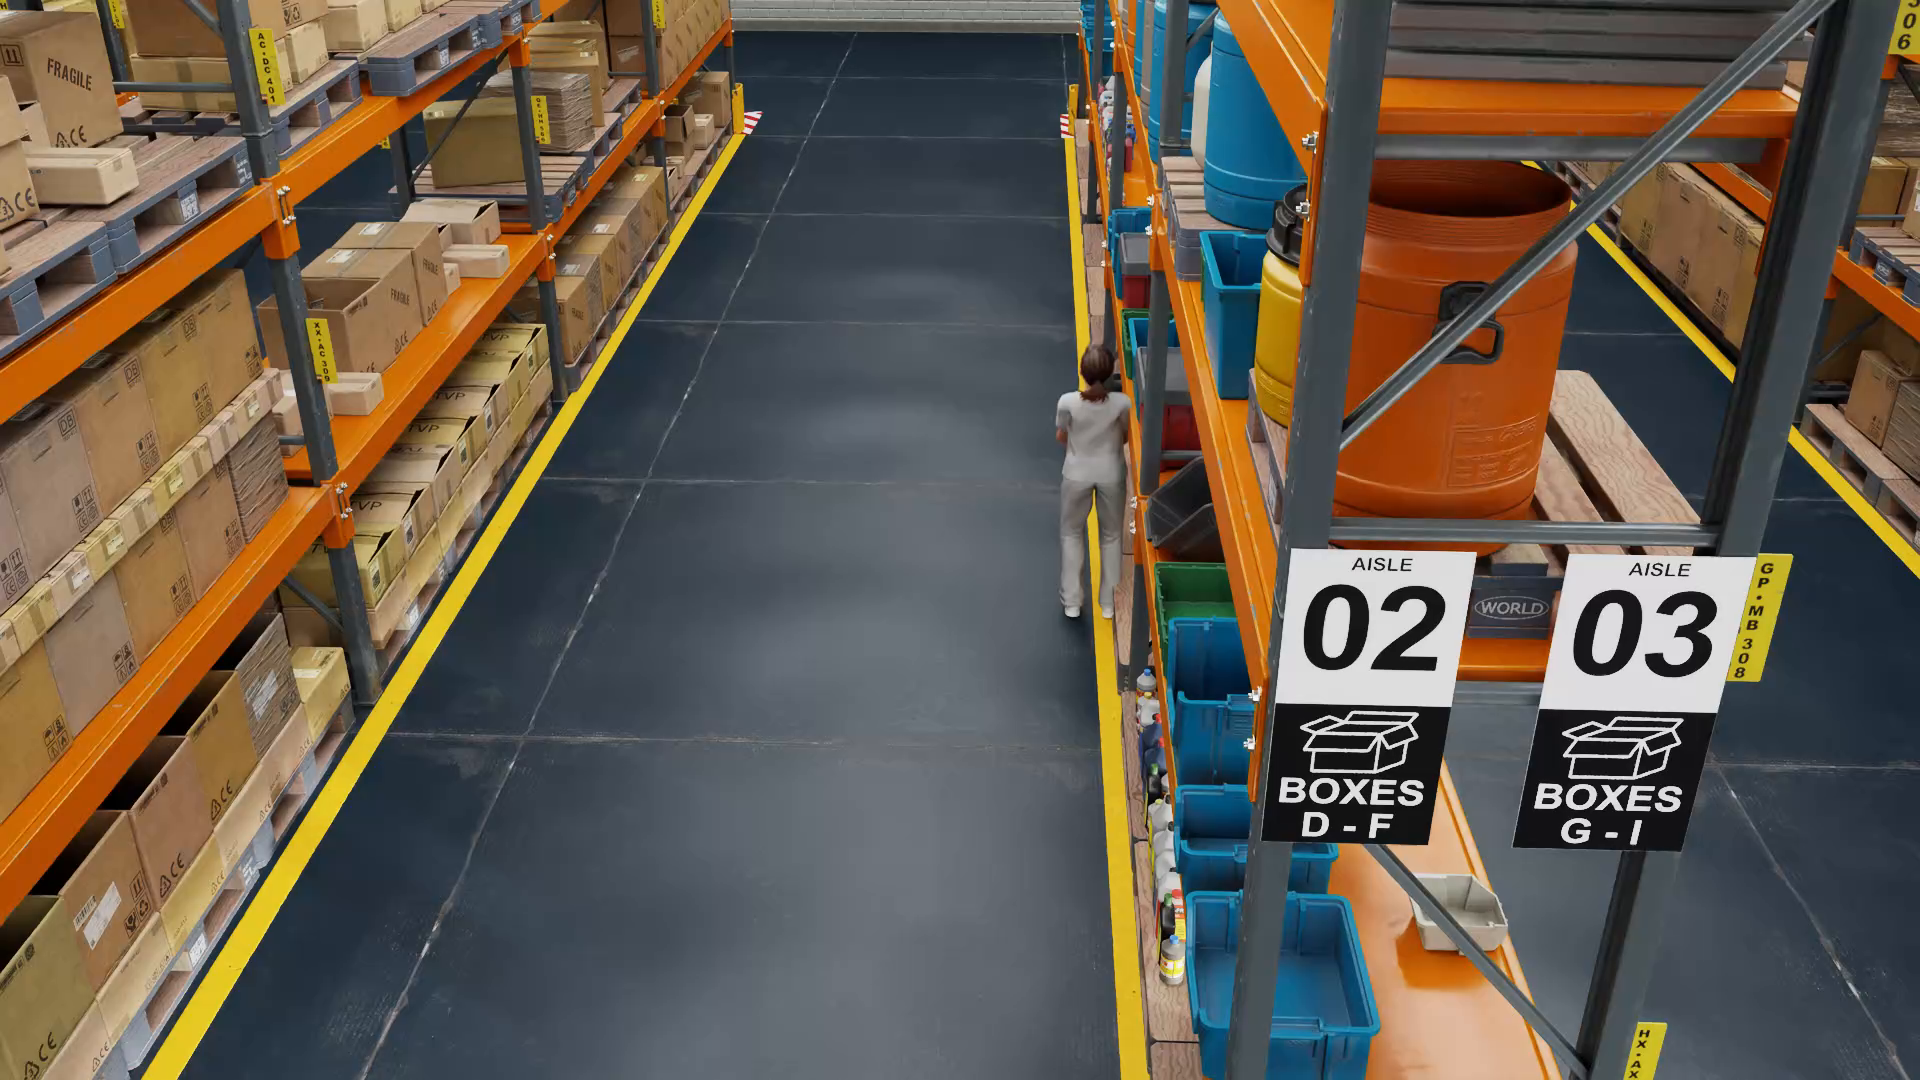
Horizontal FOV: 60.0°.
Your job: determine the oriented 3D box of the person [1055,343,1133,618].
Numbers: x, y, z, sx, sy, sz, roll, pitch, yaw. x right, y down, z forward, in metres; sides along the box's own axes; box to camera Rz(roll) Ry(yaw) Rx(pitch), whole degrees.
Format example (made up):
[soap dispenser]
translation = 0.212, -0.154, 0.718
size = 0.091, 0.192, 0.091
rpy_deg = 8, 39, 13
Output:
[person]
translation = 0.744, -0.355, 9.323
size = 0.438, 1.641, 0.541
rpy_deg = 1, 28, 2
